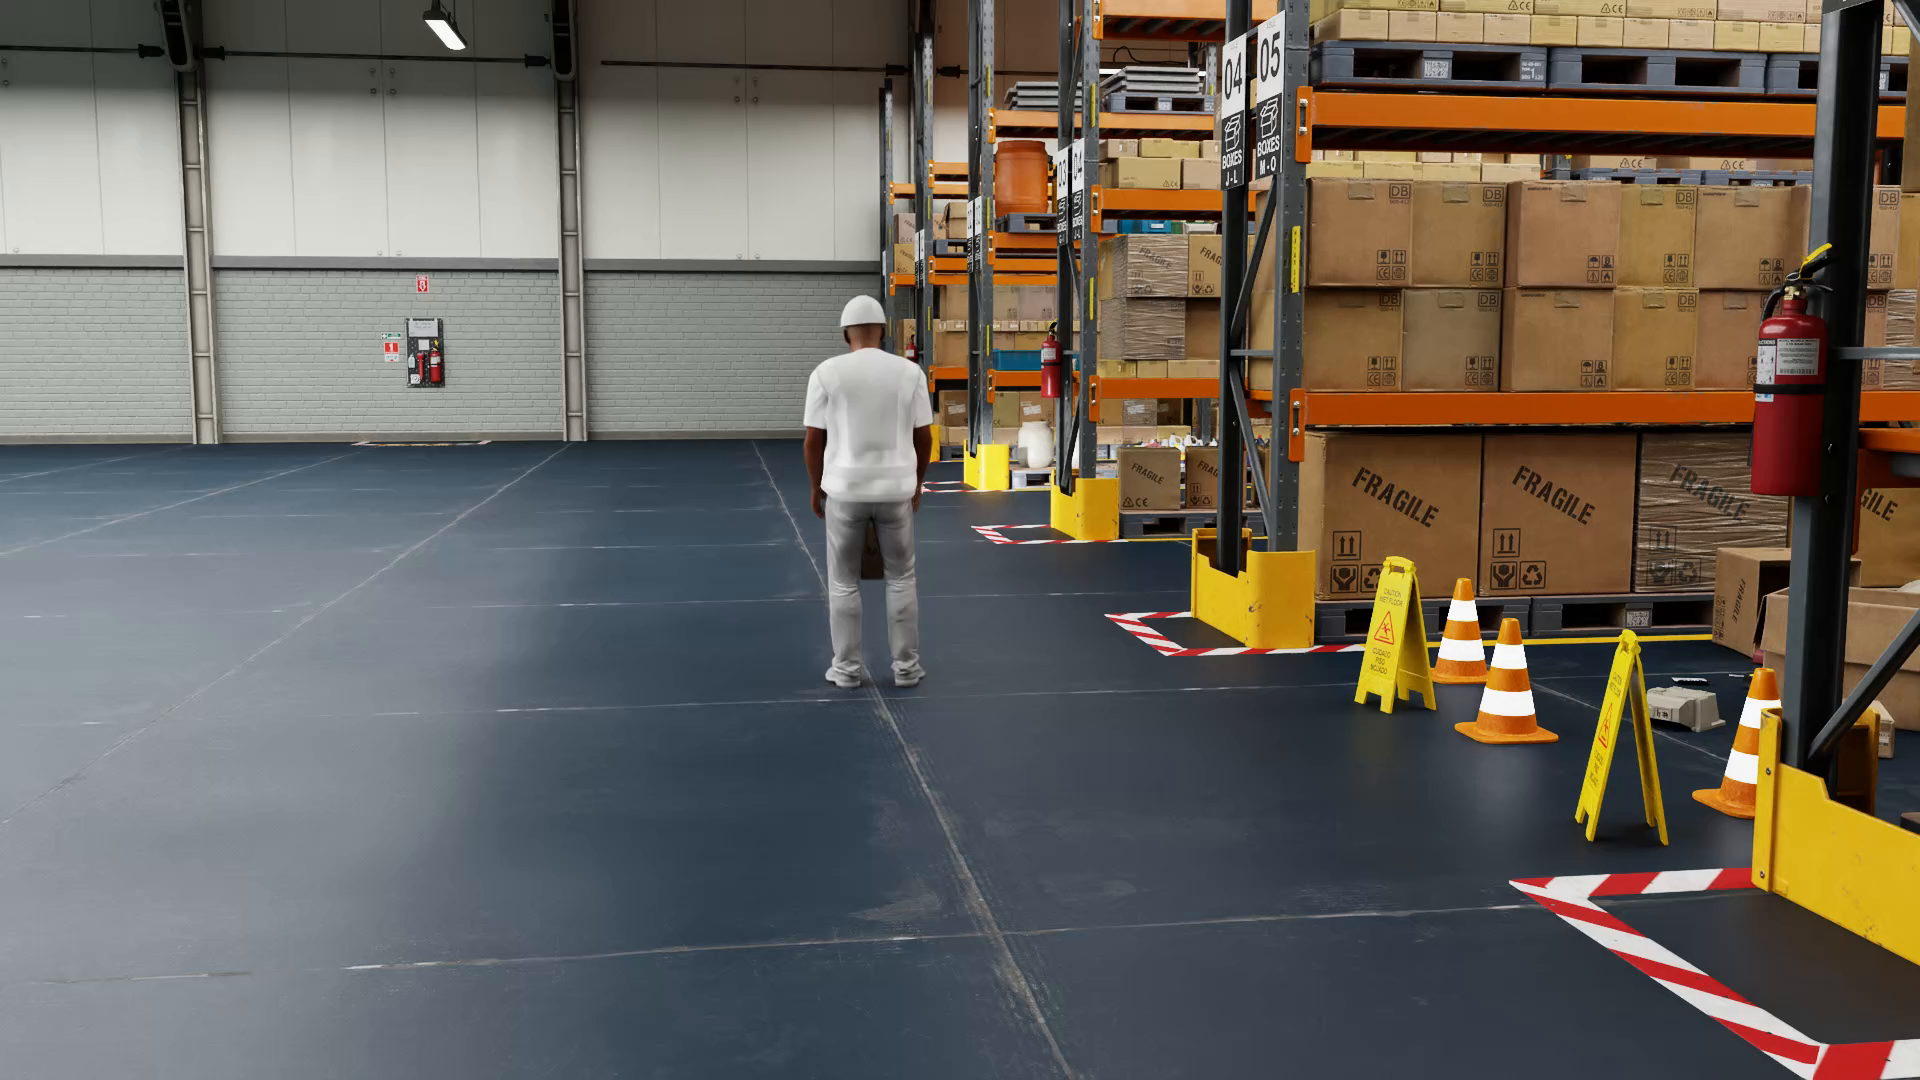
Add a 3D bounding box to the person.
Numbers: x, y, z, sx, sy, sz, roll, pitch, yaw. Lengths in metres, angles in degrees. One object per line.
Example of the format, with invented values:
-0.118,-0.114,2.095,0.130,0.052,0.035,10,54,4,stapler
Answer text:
-0.413,-0.215,7.516,0.586,1.766,0.419,-1,7,-10,person
